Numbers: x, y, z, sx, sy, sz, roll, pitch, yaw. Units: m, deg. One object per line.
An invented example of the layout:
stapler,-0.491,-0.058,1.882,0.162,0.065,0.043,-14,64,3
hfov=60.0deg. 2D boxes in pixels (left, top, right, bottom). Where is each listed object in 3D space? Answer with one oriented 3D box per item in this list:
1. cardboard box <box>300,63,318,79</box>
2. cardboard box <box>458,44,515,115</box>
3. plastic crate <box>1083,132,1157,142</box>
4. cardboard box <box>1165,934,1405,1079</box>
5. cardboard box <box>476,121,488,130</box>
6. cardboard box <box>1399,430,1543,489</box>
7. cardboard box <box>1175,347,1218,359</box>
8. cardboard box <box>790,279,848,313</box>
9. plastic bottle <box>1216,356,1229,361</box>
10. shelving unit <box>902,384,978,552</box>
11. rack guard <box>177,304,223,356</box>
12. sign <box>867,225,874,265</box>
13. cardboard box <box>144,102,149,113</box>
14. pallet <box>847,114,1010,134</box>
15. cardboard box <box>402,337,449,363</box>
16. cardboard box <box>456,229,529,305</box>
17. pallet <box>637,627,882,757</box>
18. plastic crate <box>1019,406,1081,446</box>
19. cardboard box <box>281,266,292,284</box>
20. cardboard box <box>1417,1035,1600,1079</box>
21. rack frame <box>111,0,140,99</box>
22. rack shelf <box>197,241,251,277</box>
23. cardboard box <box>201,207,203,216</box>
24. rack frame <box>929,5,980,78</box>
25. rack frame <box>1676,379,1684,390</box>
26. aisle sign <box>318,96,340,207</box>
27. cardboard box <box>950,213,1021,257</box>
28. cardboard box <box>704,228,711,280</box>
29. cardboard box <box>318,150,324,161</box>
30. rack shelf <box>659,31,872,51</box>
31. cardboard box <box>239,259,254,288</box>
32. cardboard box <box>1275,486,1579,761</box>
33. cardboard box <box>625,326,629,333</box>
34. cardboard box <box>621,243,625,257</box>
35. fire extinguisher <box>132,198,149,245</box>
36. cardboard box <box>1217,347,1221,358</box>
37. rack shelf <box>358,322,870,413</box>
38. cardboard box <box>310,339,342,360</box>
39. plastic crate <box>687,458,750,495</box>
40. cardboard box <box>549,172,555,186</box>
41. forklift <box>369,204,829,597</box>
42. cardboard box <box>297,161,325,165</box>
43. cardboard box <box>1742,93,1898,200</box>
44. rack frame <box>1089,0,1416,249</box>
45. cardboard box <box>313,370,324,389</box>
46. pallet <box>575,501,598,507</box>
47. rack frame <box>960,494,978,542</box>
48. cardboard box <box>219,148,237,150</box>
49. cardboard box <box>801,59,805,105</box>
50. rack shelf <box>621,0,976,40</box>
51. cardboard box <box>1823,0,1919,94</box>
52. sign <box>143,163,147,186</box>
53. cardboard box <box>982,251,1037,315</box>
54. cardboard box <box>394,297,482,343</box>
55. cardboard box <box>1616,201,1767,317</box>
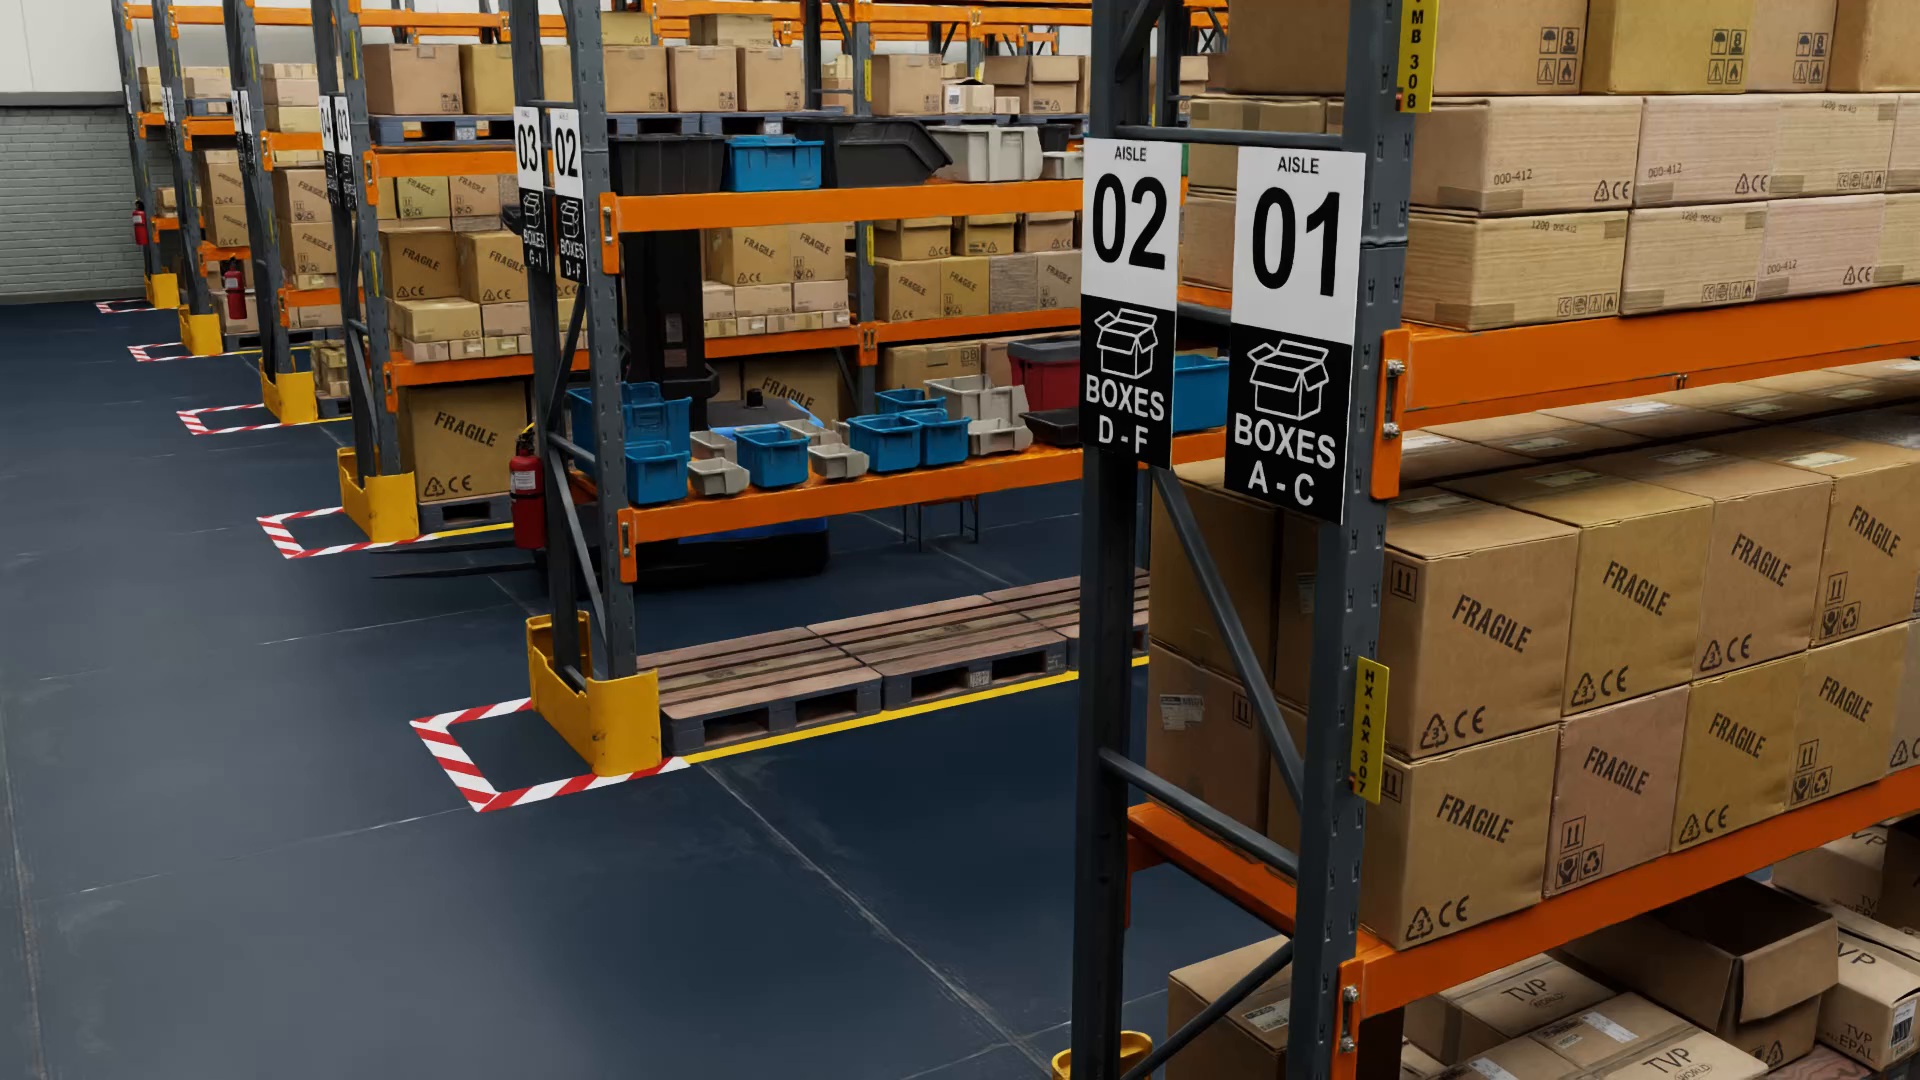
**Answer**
cardboard box,-6.310,-4.565,16.194,0.250,0.149,0.380,-8,18,-27
cardboard box,-3.502,-3.453,12.465,0.500,0.500,0.700,-10,19,-32
plastic crate,0.899,-2.149,9.270,0.300,0.233,0.416,-9,18,-30
cardboard box,0.973,1.577,5.044,0.500,0.500,0.500,-9,18,-30
cardboard box,-5.079,-4.328,17.013,0.500,0.250,0.500,-9,18,-30
cardboard box,1.307,-0.008,4.844,0.500,0.500,0.500,-9,18,-28
cardboard box,1.791,-1.775,16.344,0.875,0.875,1.225,-10,19,-32
cardboard box,-1.279,-2.080,14.000,0.500,0.250,0.500,-10,18,-31
plastic bottle,1.686,-1.055,10.846,0.135,0.276,0.152,-9,18,-30
shelving unit,-0.142,-0.555,12.166,0.503,1.200,0.258,-9,18,-30
rack guard,-9.589,-2.661,20.977,0.348,0.500,1.175,-9,18,-30
sign,-0.749,-2.458,13.870,0.005,0.325,0.100,-9,18,-30
cardboard box,-11.972,-6.437,24.725,0.250,0.149,0.380,-9,18,-28
pallet,-0.275,-3.622,14.572,1.217,0.209,0.805,-10,19,-32
cardboard box,-3.990,-1.427,12.409,0.250,0.149,0.380,-9,18,-29
cardboard box,-3.485,-2.081,12.614,0.500,0.500,0.500,-10,18,-31
pallet,-1.187,0.808,9.137,1.213,0.211,1.003,-9,18,-30
plastic crate,0.694,-0.664,9.619,0.590,0.125,0.437,-9,18,-30
cardboard box,-6.798,-2.727,17.044,0.250,0.149,0.380,-9,18,-30
cardboard box,1.675,1.750,4.889,0.500,0.250,0.500,-9,18,-30
rack frame,-12.128,-7.905,23.936,0.127,3.000,1.000,-9,18,-30
rack shelf,-7.854,-3.800,21.740,4.000,0.370,1.077,-9,18,-30
cardboard box,-11.303,-4.968,25.040,0.250,0.149,0.380,-9,18,-30
rack frame,-0.075,-6.737,19.773,0.127,3.000,1.000,-9,18,-30
rack frame,4.944,-1.541,12.351,0.127,3.000,1.000,-9,18,-30
aisle sign,-4.681,-2.886,12.333,0.004,0.787,0.394,-9,18,-30
cardboard box,0.102,-2.846,14.961,0.637,0.503,0.797,-9,18,-29
cardboard box,-2.004,-2.489,14.070,0.500,0.500,0.500,-9,18,-30
cardboard box,-8.002,-4.872,20.994,0.250,0.149,0.380,-9,18,-29
rack shelf,-3.556,-8.756,29.046,4.000,0.370,1.077,-9,18,-30
cardboard box,-10.802,-4.187,25.644,0.500,0.500,0.700,-8,18,-27
cardboard box,1.150,0.187,4.147,0.500,0.500,0.500,-9,18,-28
cardboard box,-2.672,-1.641,13.173,0.250,0.149,0.380,-10,18,-31
cardboard box,-3.773,-3.352,18.072,0.500,0.500,0.500,-9,18,-30
fire extinguisher,-12.016,-4.672,24.352,0.183,0.674,0.296,-9,18,-30
cardboard box,2.957,-1.793,17.066,0.500,0.500,0.700,-10,19,-33
rack shelf,-2.750,-1.507,13.561,4.000,0.370,1.077,-9,18,-30
cardboard box,-6.609,-1.985,17.335,0.250,0.149,0.380,-9,18,-29
plastic crate,-1.215,-0.315,8.353,0.298,0.136,0.250,-9,18,-30
cardboard box,-4.207,-3.765,17.693,0.500,0.500,0.500,-10,18,-31
forklift,-2.487,-1.176,11.176,3.031,2.935,1.130,-5,17,-19
cardboard box,-8.133,-4.545,21.029,0.500,0.500,0.500,-9,18,-30
cardboard box,2.066,-1.046,4.377,0.500,0.250,0.500,-9,18,-30
rack frame,0.634,-2.171,3.484,0.127,3.000,1.000,-9,18,-30
cardboard box,-6.588,-1.688,17.377,0.250,0.149,0.380,-9,18,-29
pallet,-2.775,-0.530,13.910,1.213,0.211,1.003,-9,18,-30
rack frame,0.067,-0.589,12.287,0.015,1.200,0.240,-9,18,-30
cardboard box,-9.158,-4.847,20.904,0.250,0.149,0.380,-9,18,-29
cardboard box,-2.112,-5.173,18.781,0.637,0.503,0.797,-9,18,-30
rack shelf,-1.789,-5.920,18.932,4.000,0.370,1.077,-9,18,-30
cardboard box,2.388,-1.524,4.694,0.500,0.500,0.700,-9,18,-30
sign,-11.848,-5.307,24.181,0.005,0.325,0.100,-9,18,-30
cardboard box,0.347,-2.325,14.961,0.500,0.500,0.500,-10,18,-31
cardboard box,-3.914,-1.650,12.467,0.500,0.250,0.500,-10,18,-31
cardboard box,1.641,-0.734,4.191,0.500,0.250,0.500,-9,18,-30
